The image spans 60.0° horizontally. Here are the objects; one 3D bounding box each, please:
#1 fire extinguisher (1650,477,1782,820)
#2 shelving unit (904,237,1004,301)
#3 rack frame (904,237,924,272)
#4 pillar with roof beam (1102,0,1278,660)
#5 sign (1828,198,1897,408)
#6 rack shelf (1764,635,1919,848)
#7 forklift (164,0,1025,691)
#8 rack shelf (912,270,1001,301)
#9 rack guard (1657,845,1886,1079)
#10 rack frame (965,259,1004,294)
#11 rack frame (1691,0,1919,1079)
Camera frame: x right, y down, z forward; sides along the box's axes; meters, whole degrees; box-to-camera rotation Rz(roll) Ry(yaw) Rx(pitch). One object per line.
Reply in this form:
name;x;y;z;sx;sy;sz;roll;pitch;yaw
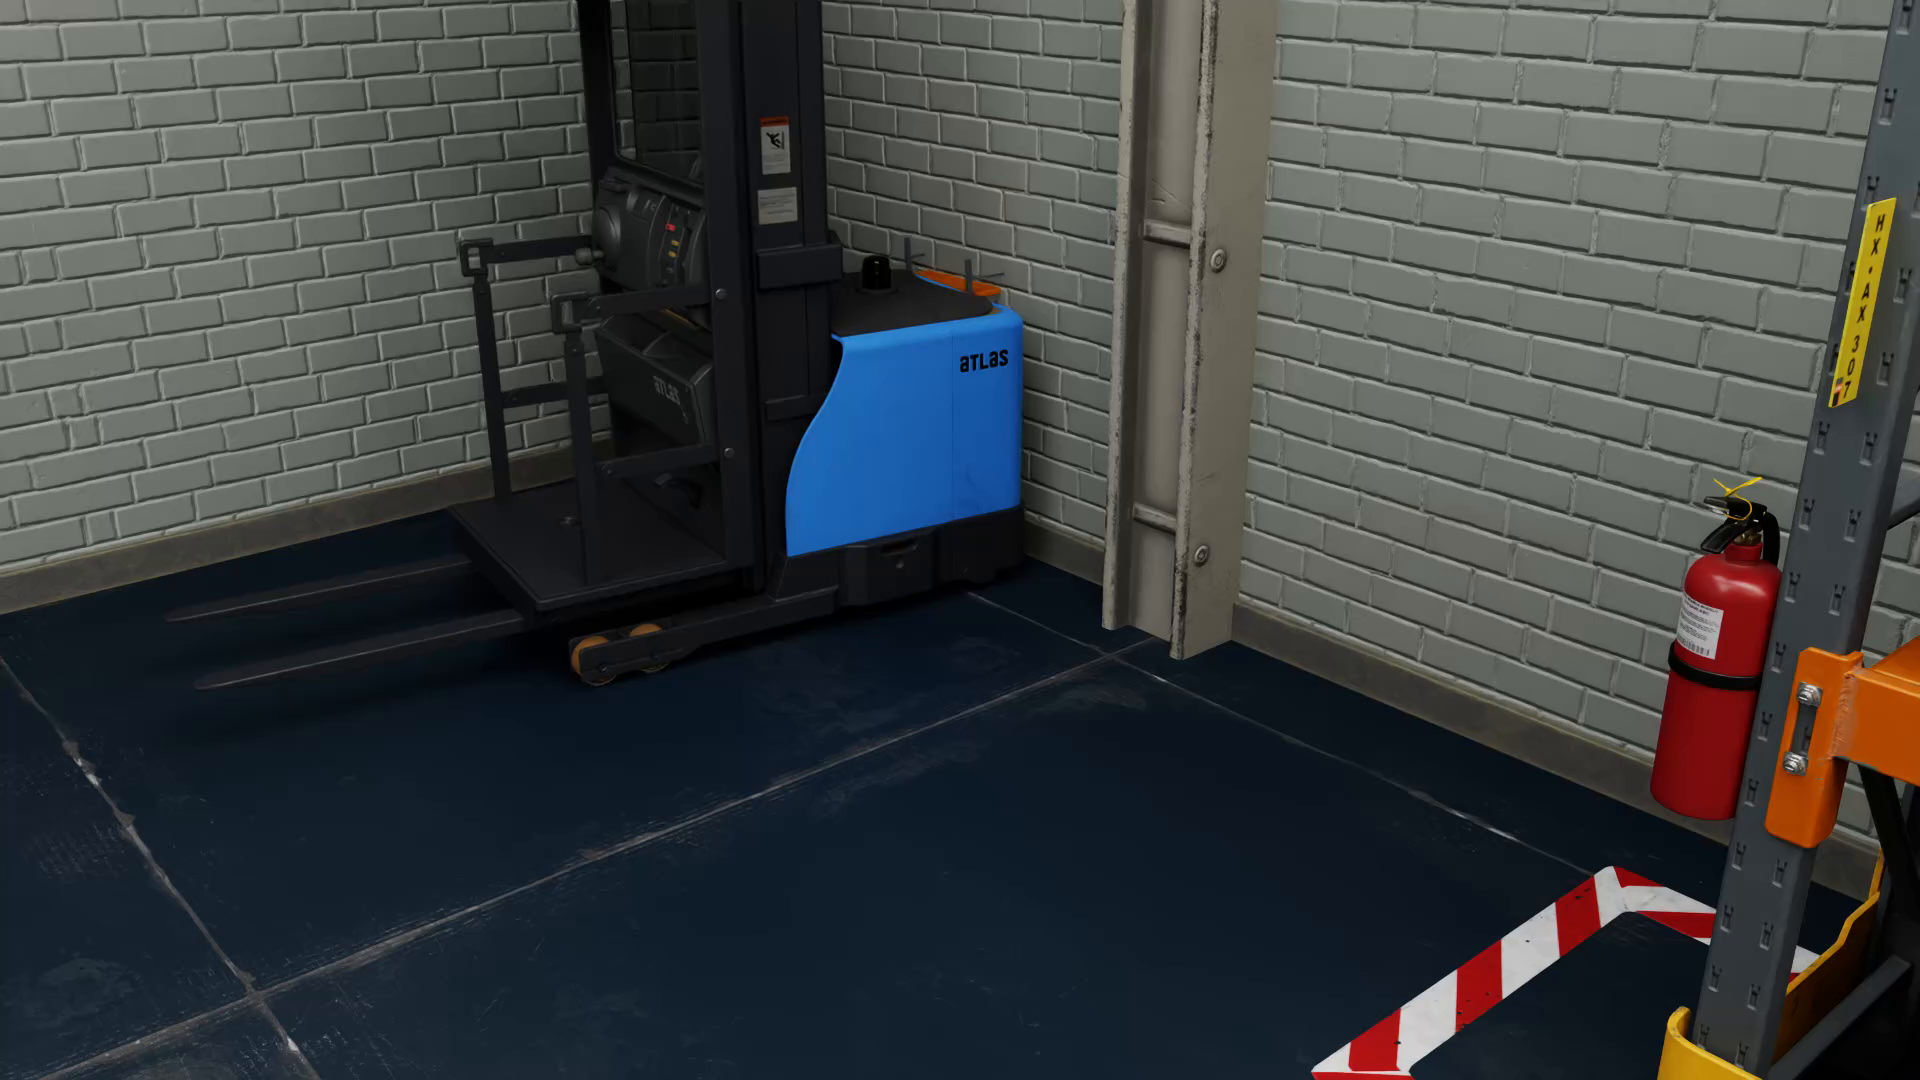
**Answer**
fire extinguisher;1.398;0.178;3.033;0.296;0.674;0.183;-17;27;-37
shelving unit;0.025;-0.640;6.934;0.258;1.200;0.503;-15;26;-27
rack frame;-0.099;-0.718;7.129;0.240;1.200;0.015;-15;26;-27
pillar with roof beam;-2.494;-2.829;1.867;9.100;9.000;0.400;-17;27;-37
sign;1.434;-0.375;2.640;0.100;0.325;0.005;-17;27;-37
rack shelf;3.150;0.787;1.848;1.077;0.370;4.000;-17;27;-37
forklift;-1.270;-1.085;5.734;3.031;2.935;1.130;-13;25;-29
rack shelf;0.009;-1.001;6.780;0.258;0.148;0.480;-15;26;-27
rack guard;1.894;1.084;3.530;1.175;0.500;0.348;-17;27;-37
rack frame;0.150;-0.563;6.739;0.240;1.200;0.015;-15;26;-27
rack frame;1.845;-0.101;3.128;1.000;3.000;0.127;-17;27;-37
